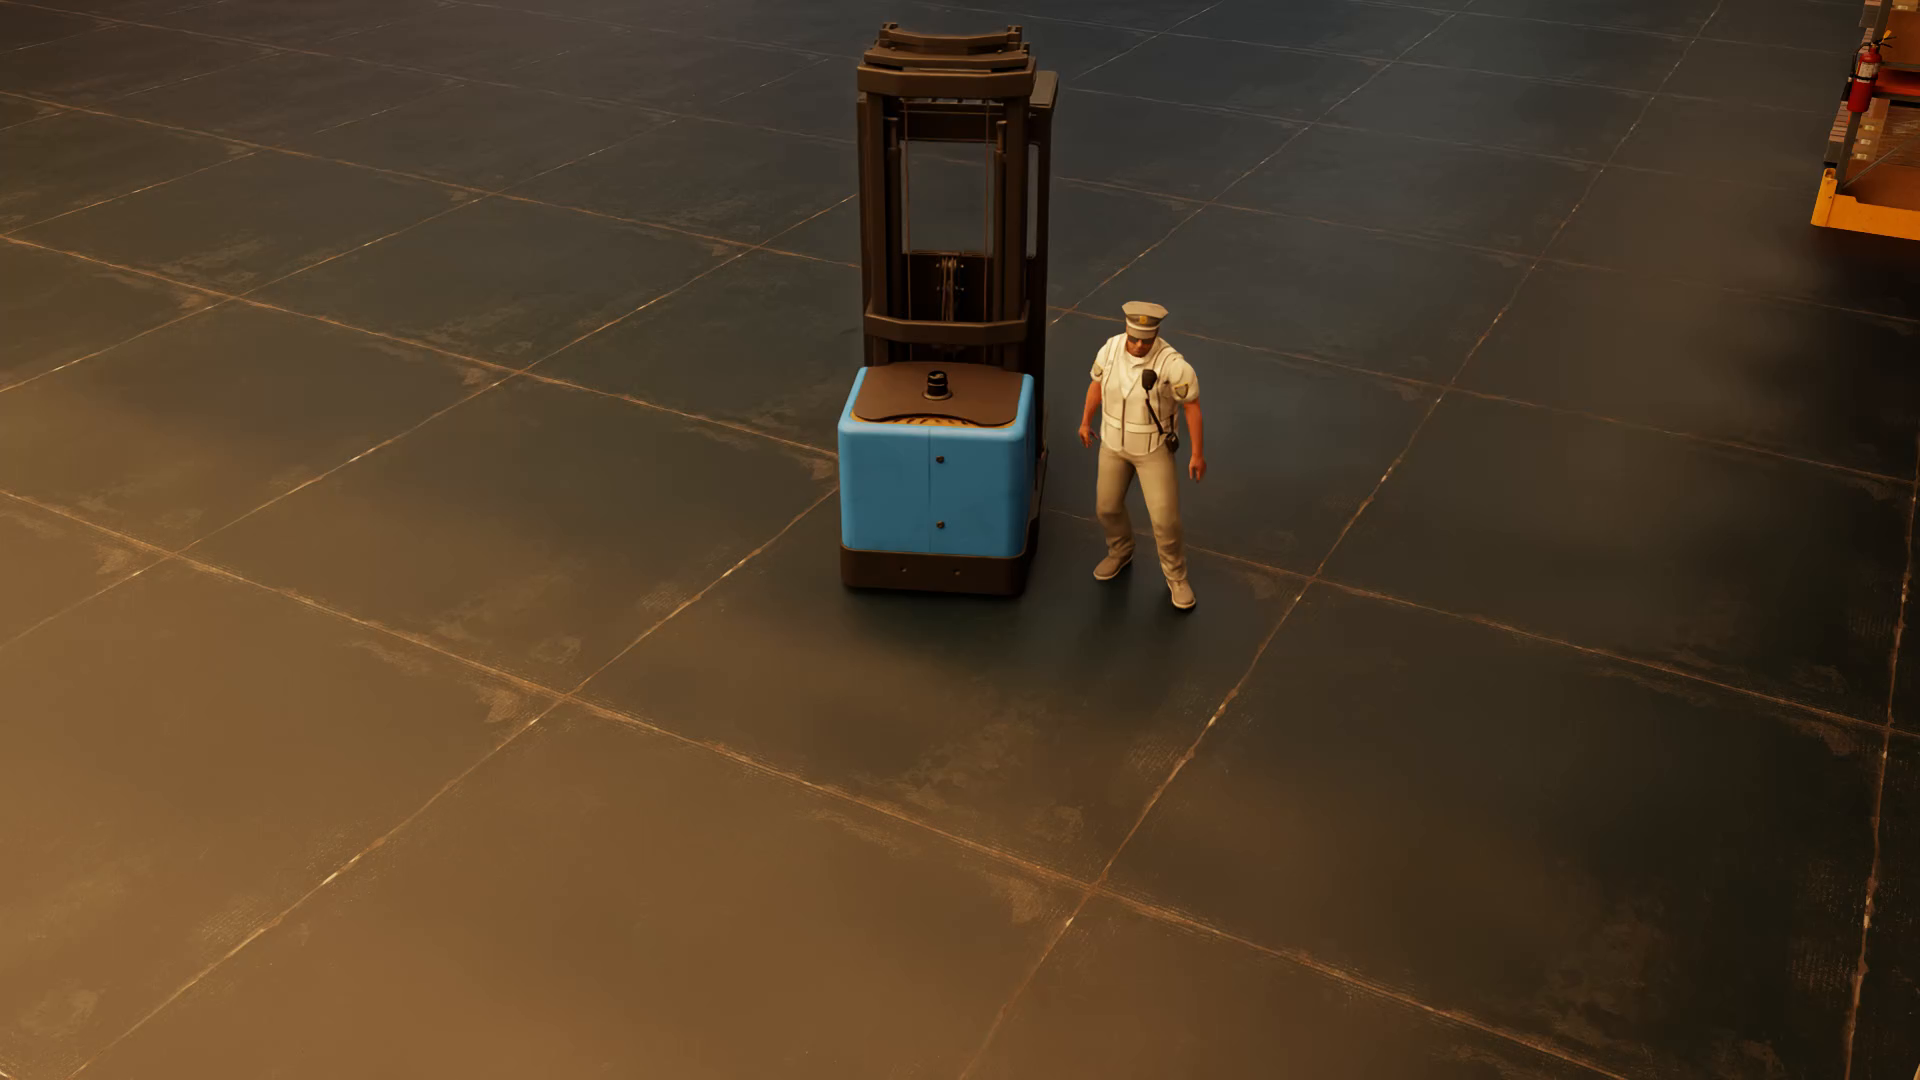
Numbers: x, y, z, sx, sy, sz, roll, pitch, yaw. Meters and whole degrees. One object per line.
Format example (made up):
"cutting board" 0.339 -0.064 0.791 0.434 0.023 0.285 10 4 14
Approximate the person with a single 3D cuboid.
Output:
"person" 1.007 -0.519 9.192 0.858 1.718 0.409 17 34 26

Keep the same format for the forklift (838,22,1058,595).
"forklift" -0.007 -1.672 9.967 1.130 2.935 3.031 3 30 5
